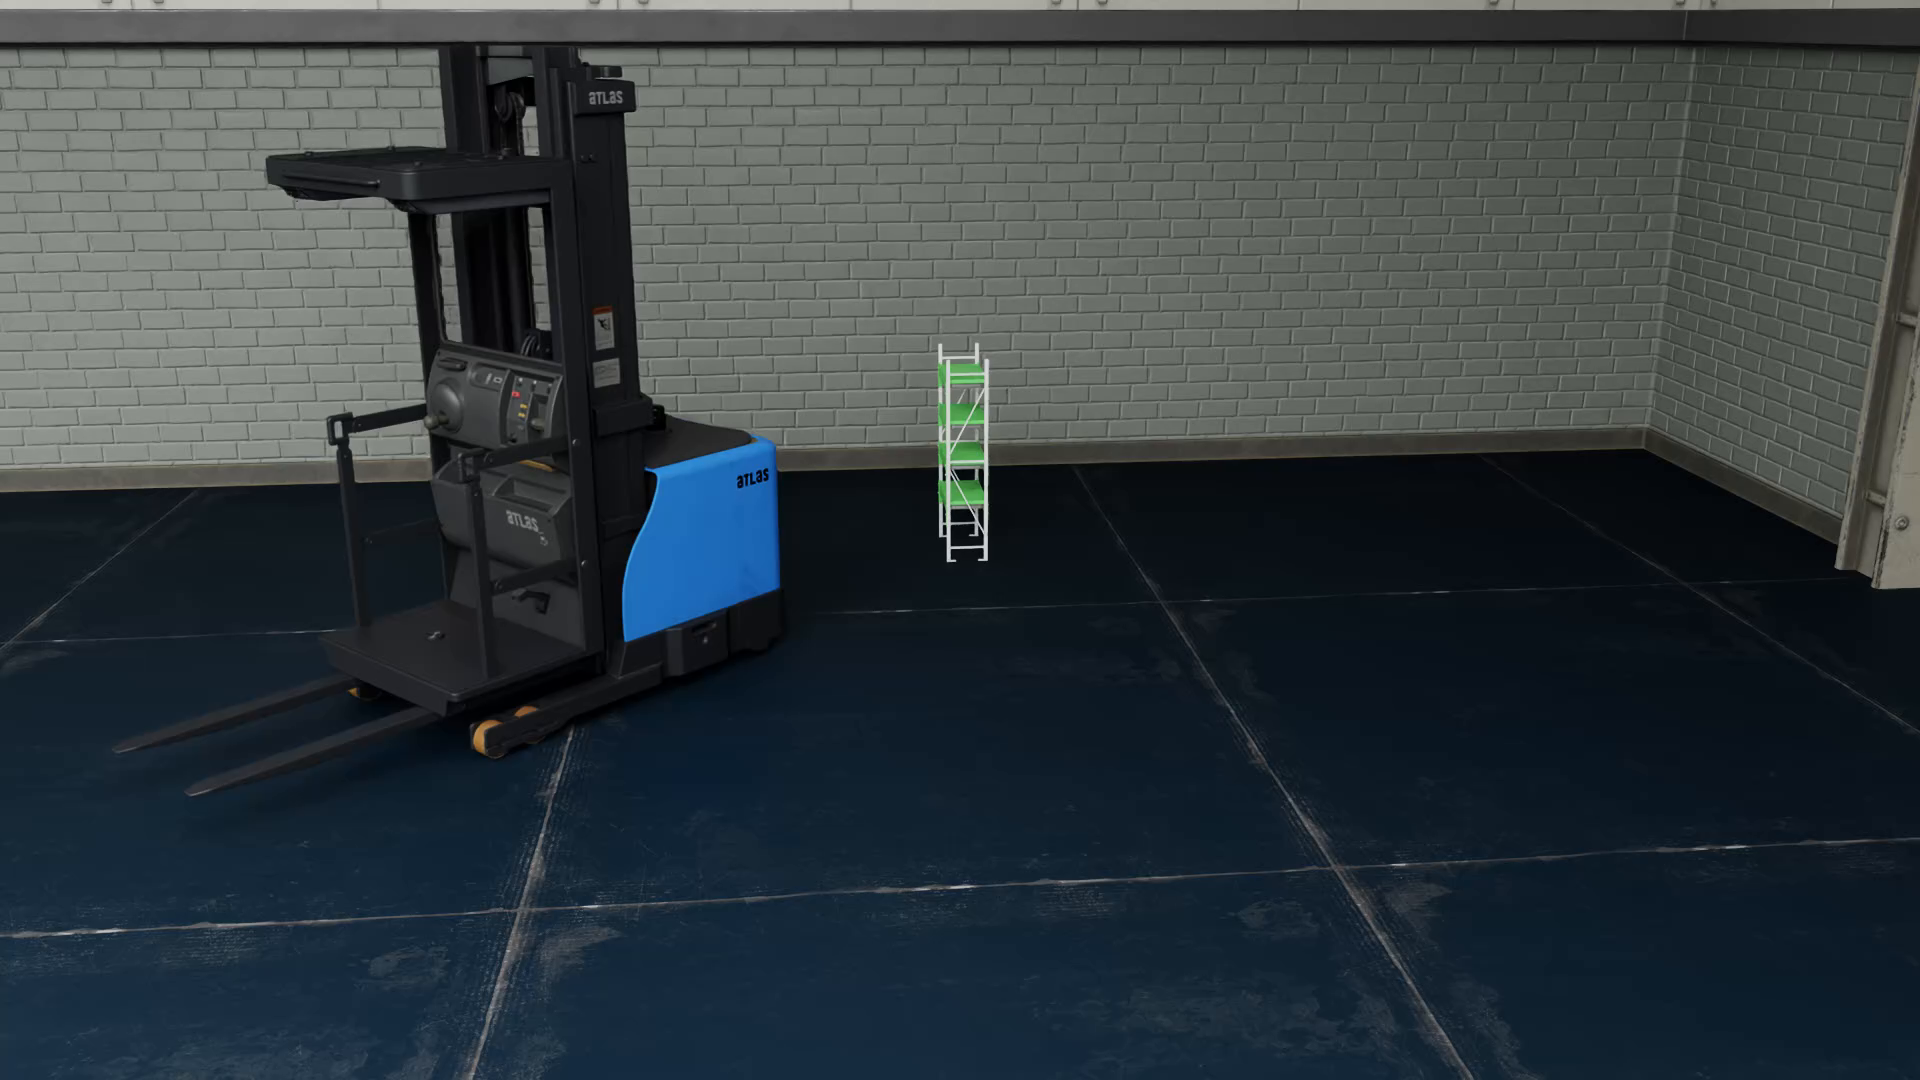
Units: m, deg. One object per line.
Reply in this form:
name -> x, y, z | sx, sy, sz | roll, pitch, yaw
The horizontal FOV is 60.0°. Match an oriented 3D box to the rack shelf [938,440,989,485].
rack shelf -> 0.017, -0.462, 9.859 | 0.258, 0.148, 0.480 | -2, 18, -6

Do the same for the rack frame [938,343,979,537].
rack frame -> -0.008, -0.596, 10.072 | 0.240, 1.200, 0.015 | -2, 18, -6

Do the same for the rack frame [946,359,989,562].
rack frame -> 0.042, -0.450, 9.609 | 0.240, 1.200, 0.015 | -2, 18, -6

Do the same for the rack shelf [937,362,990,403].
rack shelf -> 0.017, -0.920, 9.716 | 0.258, 0.148, 0.480 | -2, 18, -6

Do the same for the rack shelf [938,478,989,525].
rack shelf -> 0.017, -0.233, 9.931 | 0.258, 0.148, 0.480 | -2, 18, -6

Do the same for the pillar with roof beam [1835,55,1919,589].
pillar with roof beam -> 0.979, -3.950, 7.736 | 9.100, 9.000, 0.400 | -2, 18, -6

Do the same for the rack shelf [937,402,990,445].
rack shelf -> 0.017, -0.691, 9.788 | 0.258, 0.148, 0.480 | -2, 18, -6

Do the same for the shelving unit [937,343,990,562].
shelving unit -> 0.017, -0.523, 9.840 | 0.258, 1.200, 0.503 | -2, 18, -6

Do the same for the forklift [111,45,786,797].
forklift -> -2.216, -0.624, 7.271 | 1.130, 2.935, 3.031 | 14, 22, 38
